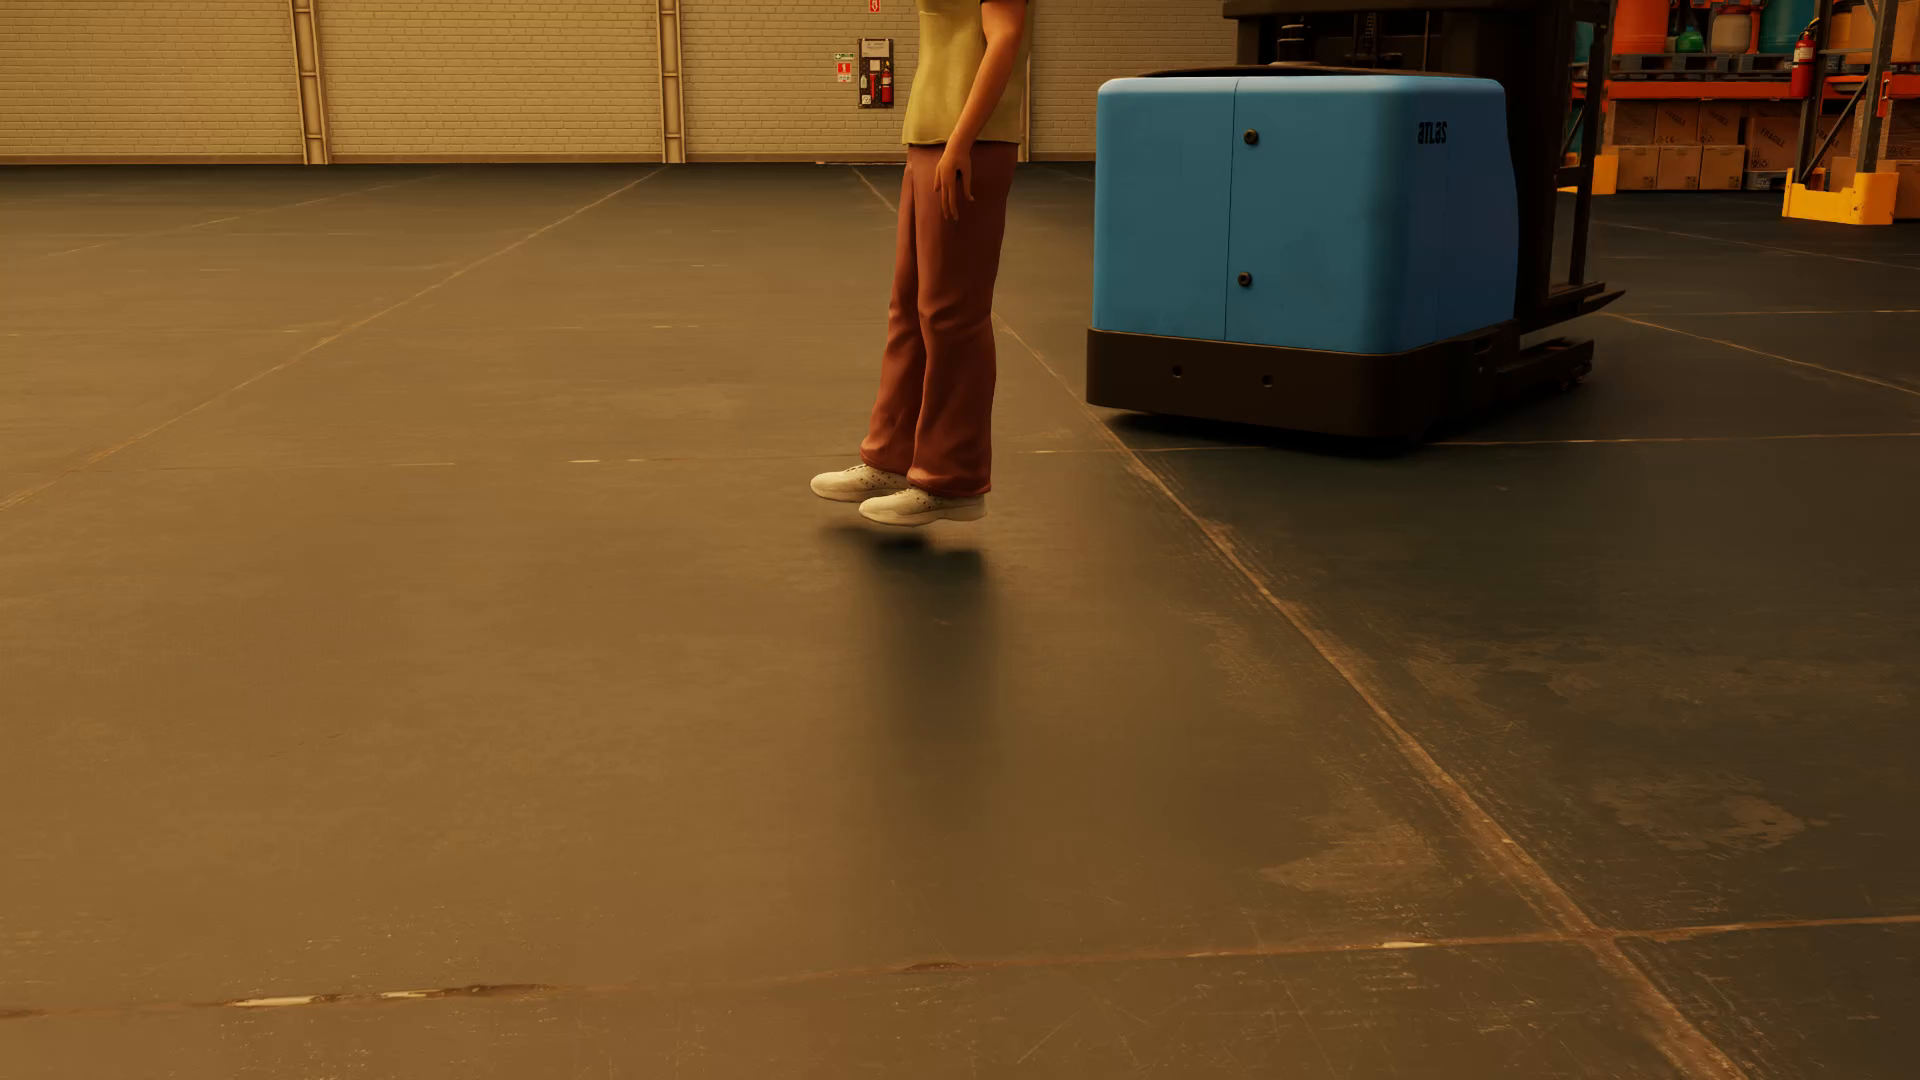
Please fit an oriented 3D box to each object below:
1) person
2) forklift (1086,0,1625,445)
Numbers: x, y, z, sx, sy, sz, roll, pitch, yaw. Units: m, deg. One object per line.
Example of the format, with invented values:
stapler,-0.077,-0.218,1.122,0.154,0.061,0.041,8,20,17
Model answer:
person,-0.075,-0.858,3.715,0.548,1.674,0.552,-1,15,-5
forklift,1.684,-2.016,5.841,1.130,2.935,3.031,11,18,35
